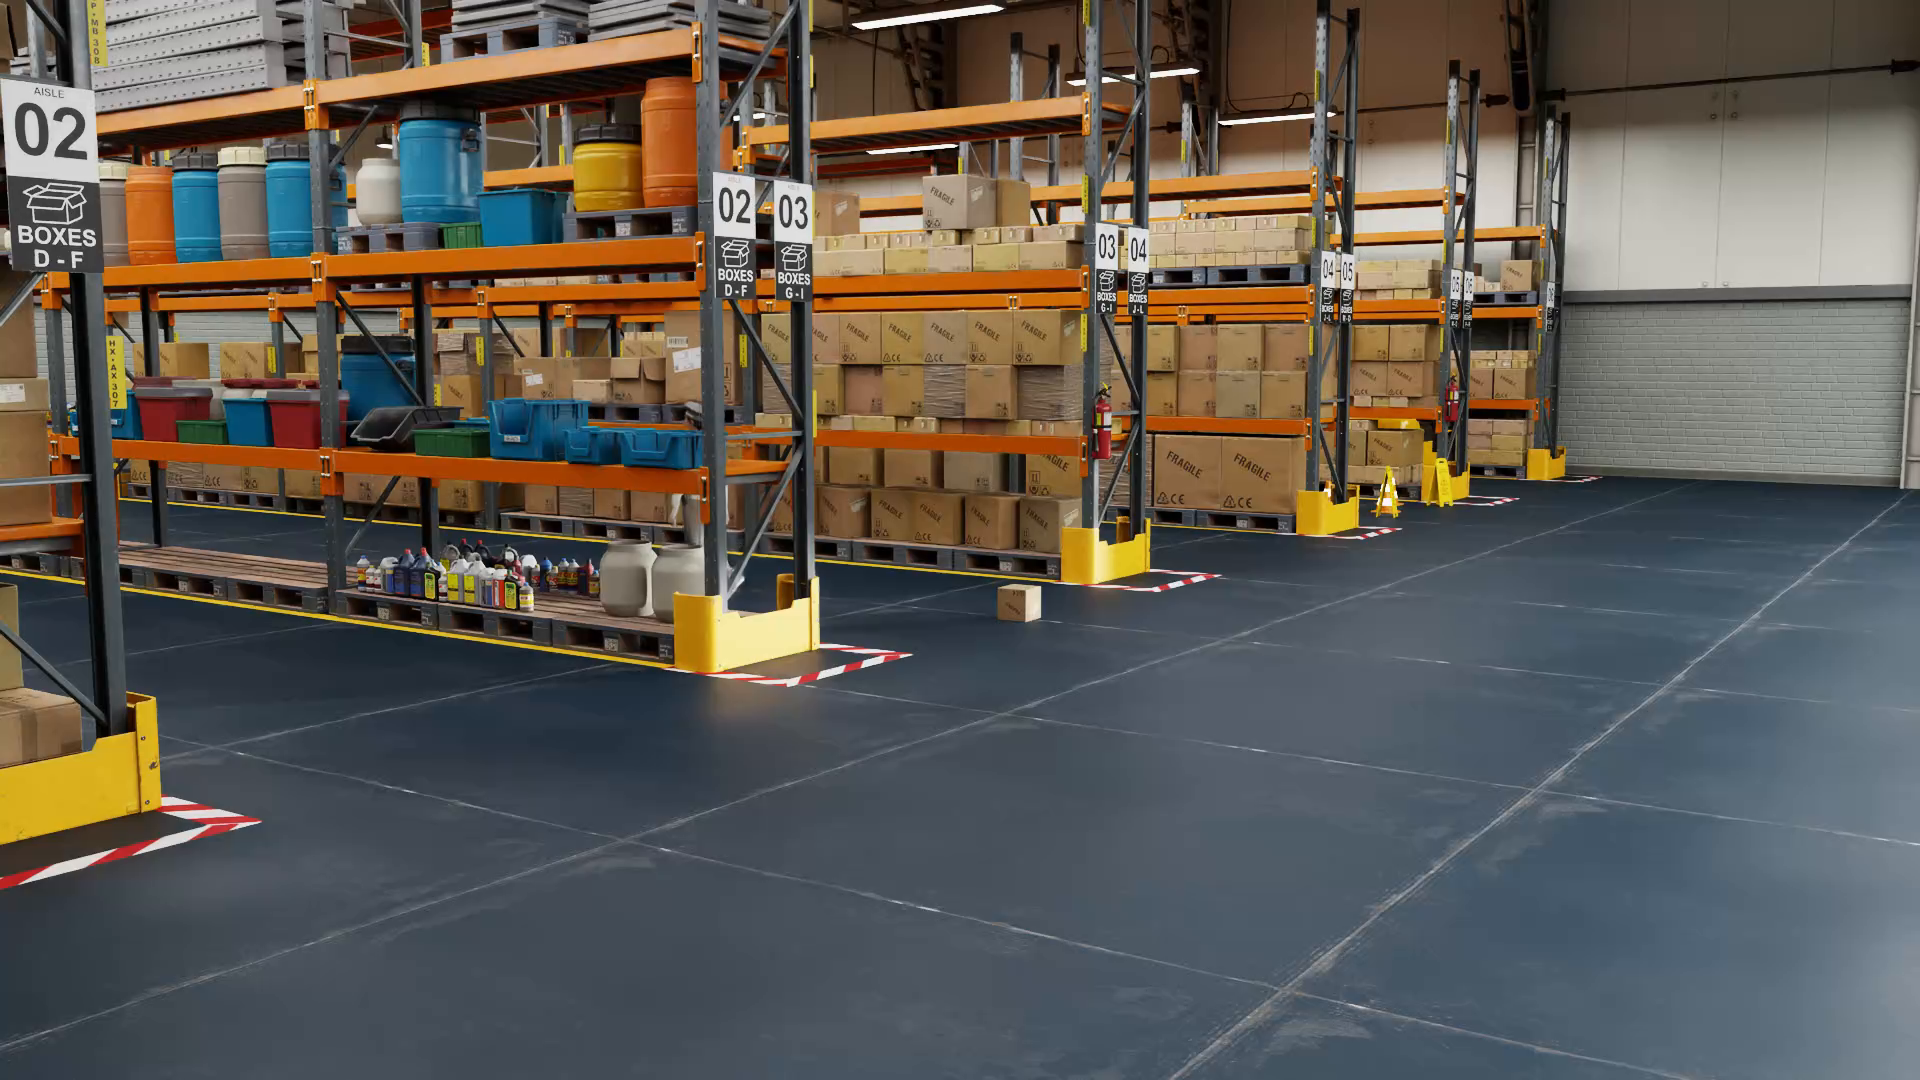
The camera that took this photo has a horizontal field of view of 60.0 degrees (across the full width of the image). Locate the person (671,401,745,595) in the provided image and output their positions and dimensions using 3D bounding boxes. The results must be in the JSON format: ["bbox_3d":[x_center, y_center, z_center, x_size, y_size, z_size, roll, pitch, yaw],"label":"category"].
[{"bbox_3d":[-2.102,-0.309,13.601,0.918,1.641,0.487,4,7,30],"label":"person"}]
